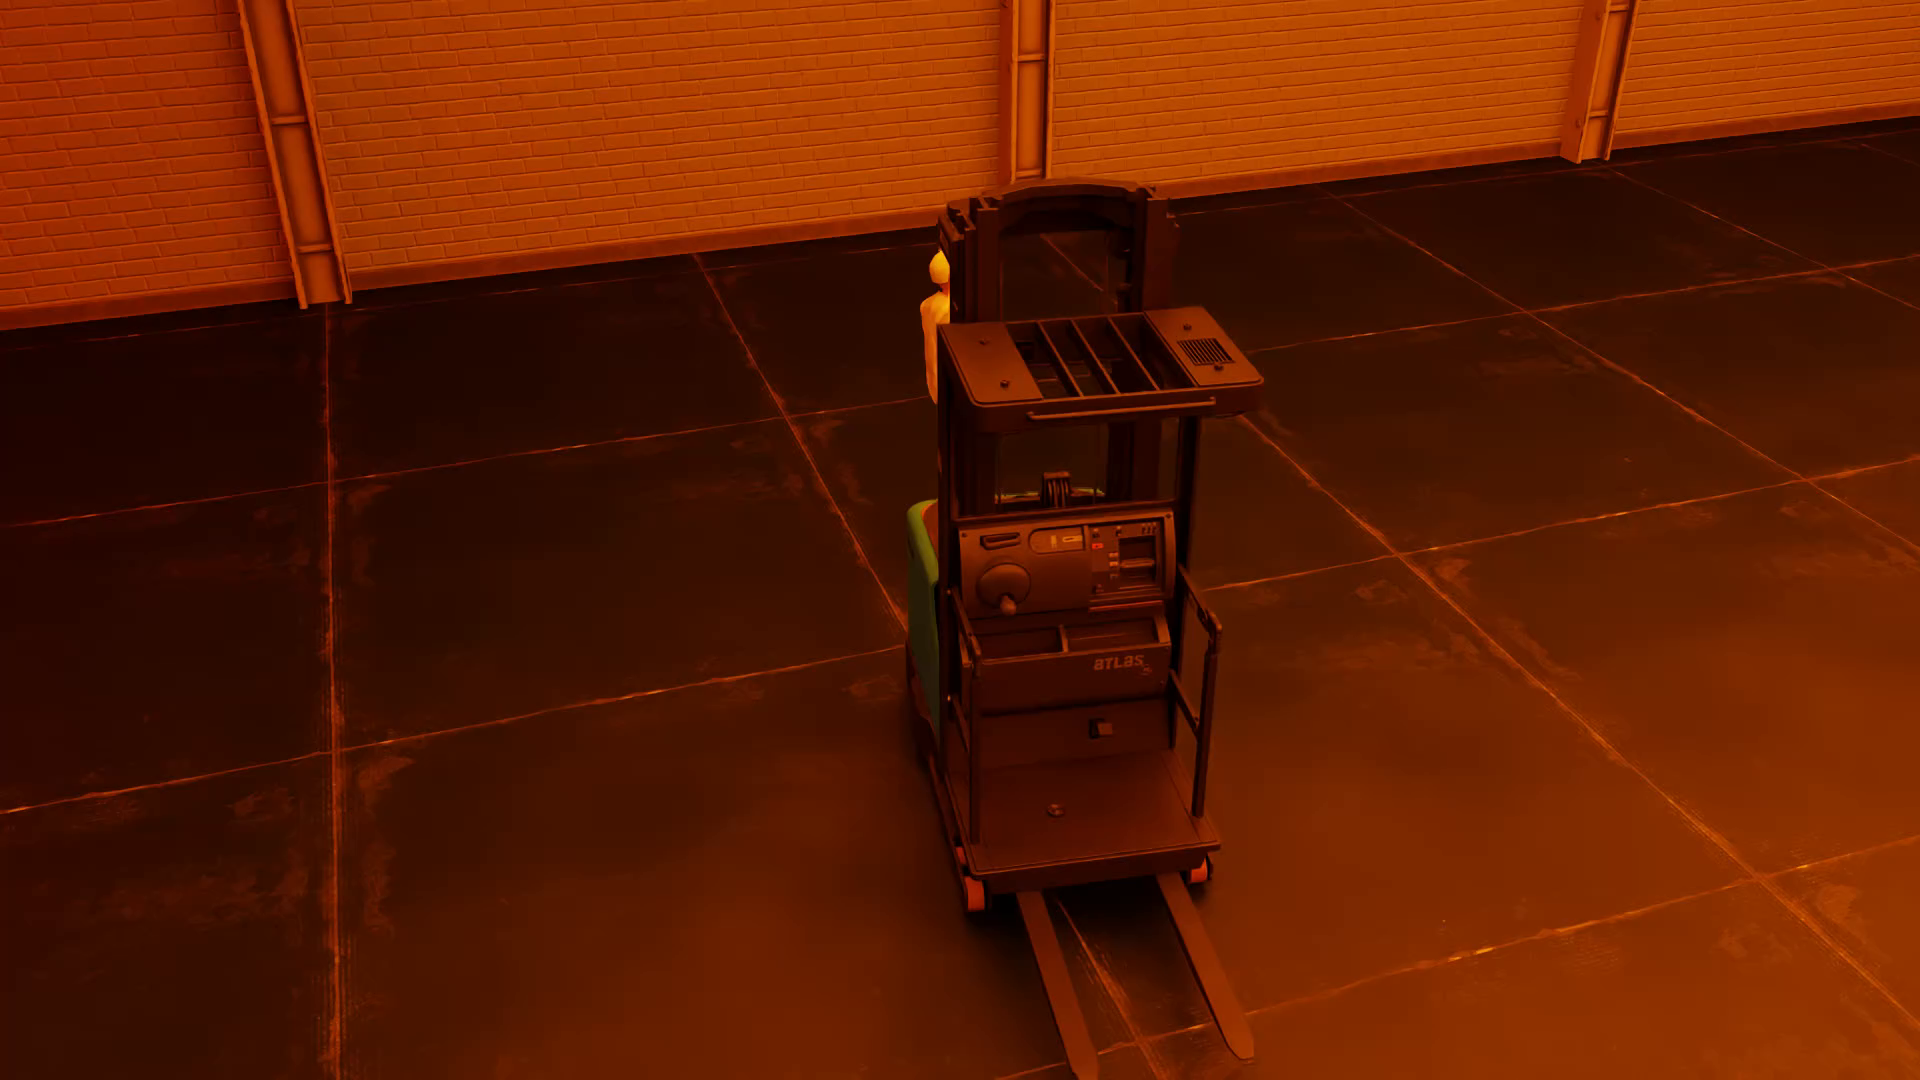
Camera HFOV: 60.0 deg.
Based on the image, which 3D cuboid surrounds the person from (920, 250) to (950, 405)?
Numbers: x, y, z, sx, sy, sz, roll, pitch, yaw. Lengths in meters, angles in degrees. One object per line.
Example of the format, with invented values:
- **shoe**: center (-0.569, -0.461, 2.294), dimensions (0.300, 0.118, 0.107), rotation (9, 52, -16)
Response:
- **person**: center (0.079, -0.824, 9.568), dimensions (0.564, 1.787, 0.637), rotation (-10, 31, -16)

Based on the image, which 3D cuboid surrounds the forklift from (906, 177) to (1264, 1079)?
- **forklift**: center (0.497, 0.146, 6.834), dimensions (1.130, 2.935, 3.031), rotation (-5, 30, -9)
